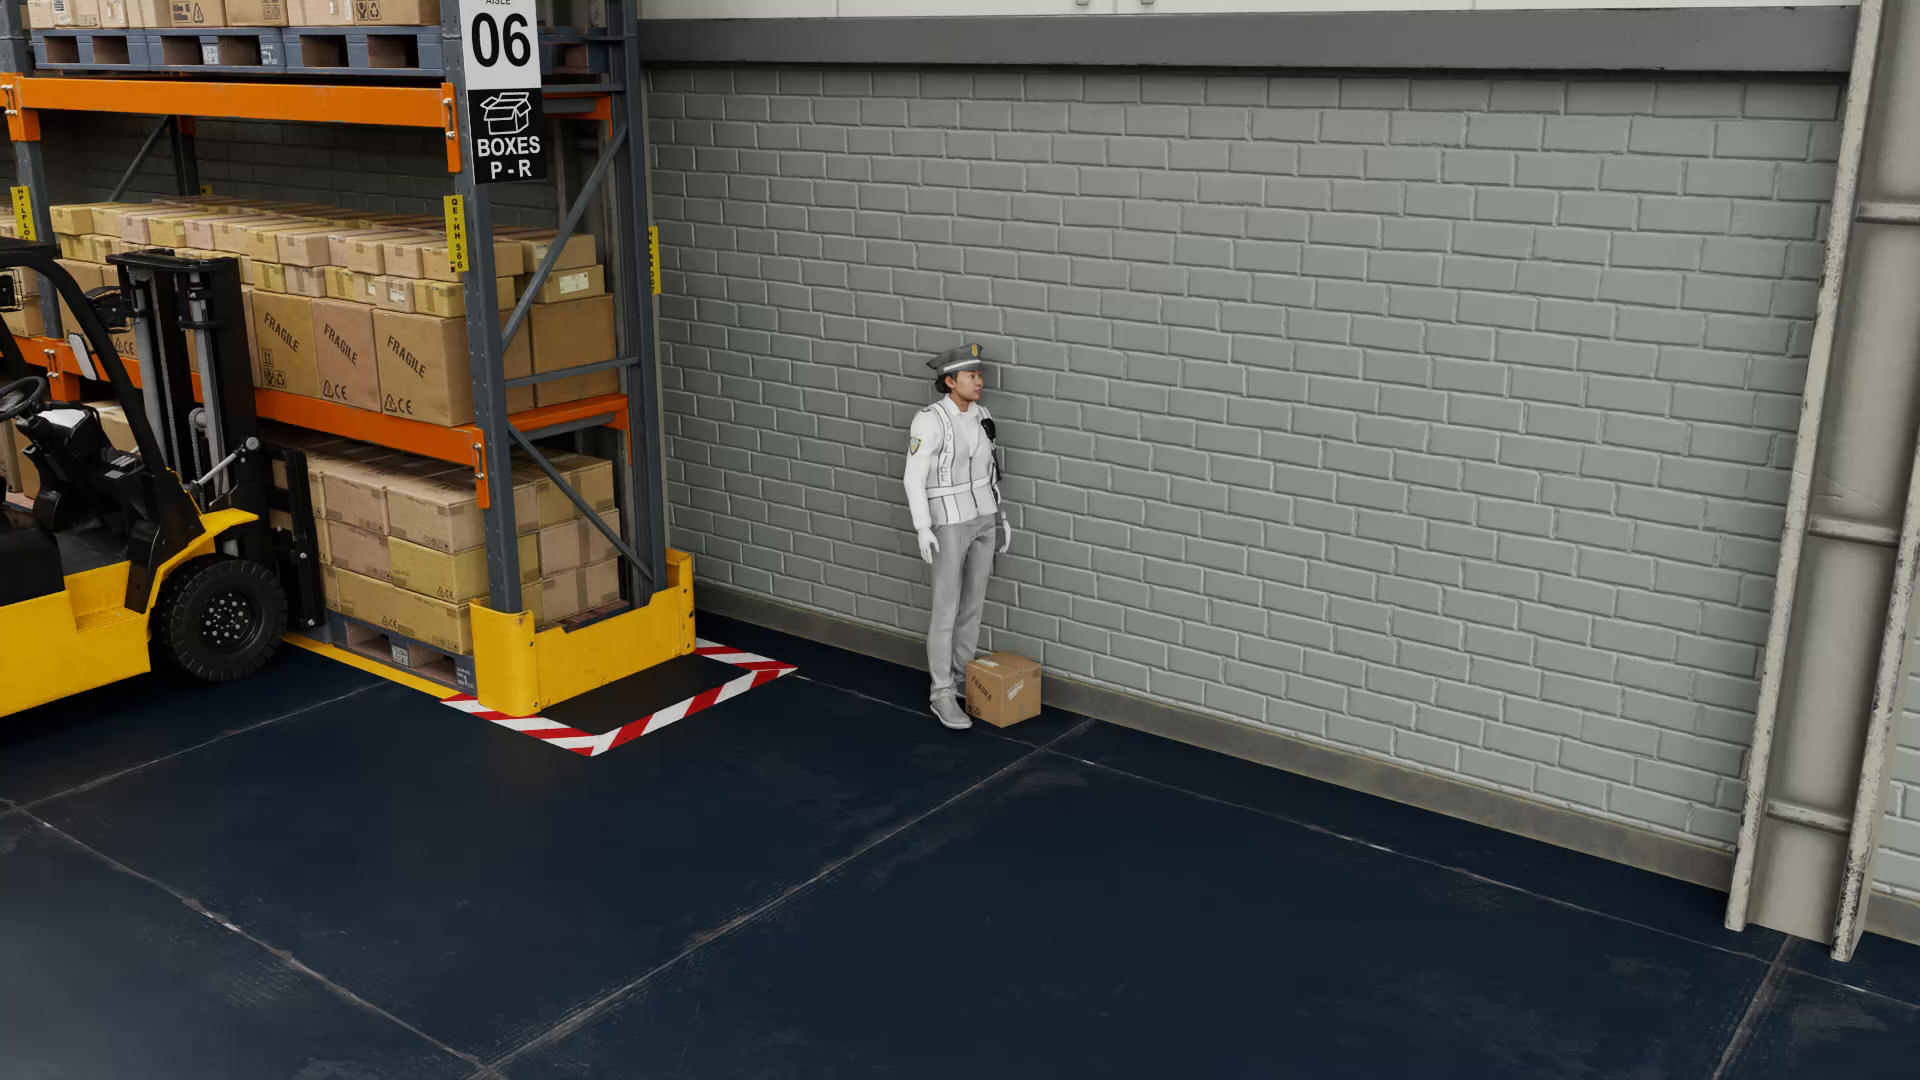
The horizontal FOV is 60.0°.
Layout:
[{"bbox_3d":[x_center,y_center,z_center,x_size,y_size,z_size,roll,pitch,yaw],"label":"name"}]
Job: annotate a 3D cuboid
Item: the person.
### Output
[{"bbox_3d":[0.046,-0.051,7.620,0.587,1.694,0.529,-14,21,-38],"label":"person"}]
